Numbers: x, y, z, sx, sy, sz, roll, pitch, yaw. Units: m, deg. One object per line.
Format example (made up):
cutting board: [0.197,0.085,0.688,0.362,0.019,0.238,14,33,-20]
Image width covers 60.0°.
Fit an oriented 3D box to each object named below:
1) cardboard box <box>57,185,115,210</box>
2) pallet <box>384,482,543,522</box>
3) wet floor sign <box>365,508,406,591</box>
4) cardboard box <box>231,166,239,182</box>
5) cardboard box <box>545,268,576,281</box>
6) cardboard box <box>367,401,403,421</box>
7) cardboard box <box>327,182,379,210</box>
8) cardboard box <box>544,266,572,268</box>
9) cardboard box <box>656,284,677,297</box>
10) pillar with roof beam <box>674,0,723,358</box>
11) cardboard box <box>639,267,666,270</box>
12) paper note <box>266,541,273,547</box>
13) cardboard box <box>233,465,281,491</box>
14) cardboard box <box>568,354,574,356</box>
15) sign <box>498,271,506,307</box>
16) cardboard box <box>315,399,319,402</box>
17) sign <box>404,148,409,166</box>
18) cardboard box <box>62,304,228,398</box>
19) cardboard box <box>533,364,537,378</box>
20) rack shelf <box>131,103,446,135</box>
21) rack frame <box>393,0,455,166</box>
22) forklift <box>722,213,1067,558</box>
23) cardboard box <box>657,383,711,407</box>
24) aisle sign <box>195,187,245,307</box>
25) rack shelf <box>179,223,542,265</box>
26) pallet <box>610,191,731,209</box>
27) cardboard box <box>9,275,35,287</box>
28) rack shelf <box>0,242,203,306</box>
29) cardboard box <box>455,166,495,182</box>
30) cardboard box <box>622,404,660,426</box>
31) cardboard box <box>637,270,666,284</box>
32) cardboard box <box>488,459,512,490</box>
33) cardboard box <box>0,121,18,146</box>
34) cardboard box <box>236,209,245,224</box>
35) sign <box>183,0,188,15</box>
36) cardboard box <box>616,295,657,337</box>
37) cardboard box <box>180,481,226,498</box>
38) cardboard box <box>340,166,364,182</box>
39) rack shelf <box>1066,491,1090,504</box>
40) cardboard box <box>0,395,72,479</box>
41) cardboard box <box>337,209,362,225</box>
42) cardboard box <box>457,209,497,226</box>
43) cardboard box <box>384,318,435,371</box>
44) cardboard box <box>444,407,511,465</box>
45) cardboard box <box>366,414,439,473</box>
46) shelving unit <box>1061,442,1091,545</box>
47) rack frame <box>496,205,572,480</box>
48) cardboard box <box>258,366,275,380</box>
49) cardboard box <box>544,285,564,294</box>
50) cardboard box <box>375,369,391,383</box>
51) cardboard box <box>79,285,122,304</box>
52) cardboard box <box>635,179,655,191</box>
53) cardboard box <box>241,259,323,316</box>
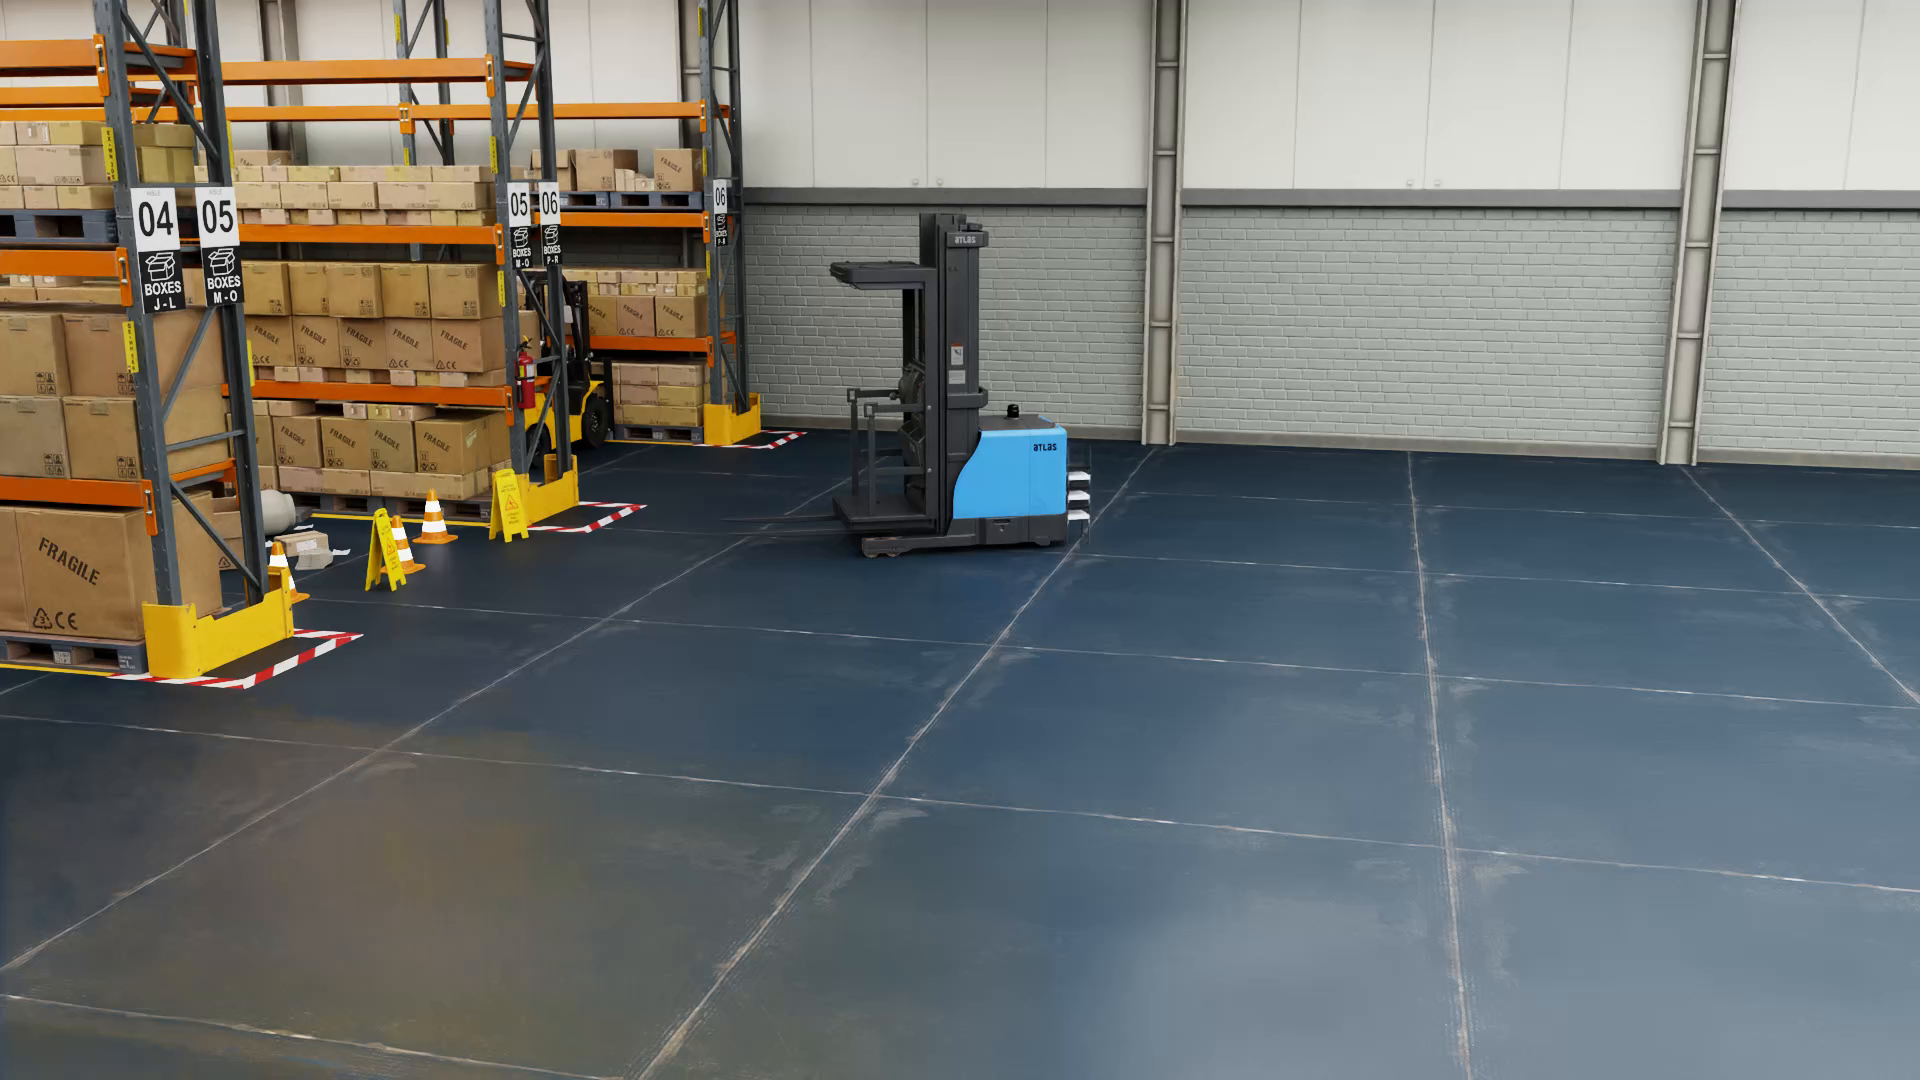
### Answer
cardboard box: [-5.572,-2.209,10.720,0.250,0.149,0.380,3,13,13]
pallet: [-4.934,-0.406,16.576,1.213,0.211,1.003,3,13,14]
wet floor sign: [-4.665,0.067,13.442,0.232,0.644,0.267,1,13,4]
cardboard box: [-6.974,-3.525,16.011,0.250,0.149,0.380,3,13,13]
cardboard box: [-5.024,-3.338,20.937,0.250,0.149,0.380,3,13,14]
cardboard box: [-5.536,-1.265,16.158,0.250,0.149,0.380,3,13,14]
cardboard box: [-5.634,-3.272,15.792,0.500,0.250,0.500,3,13,15]
cardboard box: [-5.160,-3.450,21.442,0.250,0.149,0.380,3,13,13]
cardboard box: [-3.553,-3.089,20.504,0.250,0.149,0.380,3,13,14]
pillar with roof beam: [-4.386,-5.007,17.025,0.400,9.000,9.100,3,13,14]
cardboard box: [-3.912,-3.378,21.120,0.250,0.149,0.380,3,13,14]
paper note: [-6.263,0.035,15.031,0.142,0.019,0.148,8,15,33]
cardboard box: [-6.934,-0.671,16.713,0.500,0.250,0.500,4,13,17]
cardboard box: [-5.270,-2.279,21.651,0.500,0.250,0.500,3,13,14]
sign: [-4.233,-2.318,15.352,0.005,0.325,0.100,3,13,14]
cardboard box: [-8.769,-2.116,22.360,0.625,0.625,0.875,3,13,11]
sign: [-6.898,-4.721,20.742,0.005,0.325,0.100,3,13,14]
cardboard box: [-5.519,-1.295,11.308,0.550,0.550,0.875,3,13,14]
cardboard box: [-4.360,-1.652,16.336,0.250,0.149,0.380,3,13,14]
rack shelf: [-8.720,-5.451,21.613,4.000,0.370,1.077,3,13,14]
rack frame: [-6.778,-5.894,21.024,0.127,3.000,1.000,3,13,14]
forklift: [-0.610,-1.403,14.788,3.031,2.935,1.130,-3,13,-12]
cardboard box: [-3.442,-1.824,20.754,0.500,0.250,0.500,3,13,13]
aisle sign: [-5.027,-1.996,11.304,0.004,0.787,0.394,3,13,14]
rack shelf: [-6.022,-2.931,16.254,4.000,0.370,1.077,3,13,14]
pallet: [-3.575,-4.221,20.613,1.213,0.211,1.003,3,13,14]
cardboard box: [-9.410,-2.656,16.894,0.250,0.149,0.380,2,13,11]
rack shelf: [-7.110,-1.885,11.538,4.000,0.370,1.077,3,13,14]
cardboard box: [-4.479,-3.400,15.448,0.250,0.149,0.380,3,13,14]
cardboard box: [-3.907,-1.606,20.926,0.500,0.250,0.500,3,13,14]
cardboard box: [-3.800,-3.257,20.573,0.250,0.149,0.380,3,13,15]
cardboard box: [-4.797,-0.676,16.736,0.500,0.250,0.500,3,13,13]
cardboard box: [-6.067,-2.625,10.754,0.250,0.149,0.380,3,13,14]
cardboard box: [-6.978,-3.159,16.202,0.250,0.149,0.380,3,13,15]
sign: [-7.816,-5.458,16.719,0.005,0.325,0.100,3,13,14]
cardboard box: [-3.937,-2.806,20.724,0.500,0.500,0.500,3,13,15]
cardboard box: [-7.249,-0.360,15.699,0.500,0.500,0.500,-9,15,-35]
cardboard box: [-5.690,-3.488,15.845,0.250,0.149,0.380,3,13,12]
rack shelf: [1.045,-0.390,15.067,0.200,0.077,0.258,-3,13,-12]
cardboard box: [-6.078,-0.774,11.453,0.550,0.550,0.875,3,13,14]
cardboard box: [-5.730,-3.088,15.879,0.250,0.149,0.380,3,13,12]
cardboard box: [-4.494,-3.015,15.553,0.250,0.149,0.380,3,13,14]
cardboard box: [-5.158,-1.905,15.977,0.500,0.500,0.500,3,13,14]
cardboard box: [-4.820,-1.044,16.660,0.500,0.500,0.500,3,13,12]
cardboard box: [-5.428,-0.956,16.263,0.500,0.500,0.500,4,13,16]
shelving unit: [1.045,-0.422,15.060,0.210,0.900,0.258,-3,13,-12]
rack frame: [-4.080,-1.714,16.033,0.127,3.000,1.000,3,13,14]
cardboard box: [-6.714,-1.678,16.451,0.250,0.149,0.380,3,13,13]
cardboard box: [-5.035,-3.175,20.888,0.250,0.149,0.380,3,13,12]
cardboard box: [-5.483,-1.623,16.204,0.250,0.149,0.380,3,13,14]
cardboard box: [-8.467,-2.296,16.770,0.500,0.500,0.500,3,13,12]
cardboard box: [-3.772,-4.332,20.290,0.250,0.149,0.380,3,13,12]
cardboard box: [-6.617,-2.472,16.225,0.500,0.500,0.700,3,13,12]
